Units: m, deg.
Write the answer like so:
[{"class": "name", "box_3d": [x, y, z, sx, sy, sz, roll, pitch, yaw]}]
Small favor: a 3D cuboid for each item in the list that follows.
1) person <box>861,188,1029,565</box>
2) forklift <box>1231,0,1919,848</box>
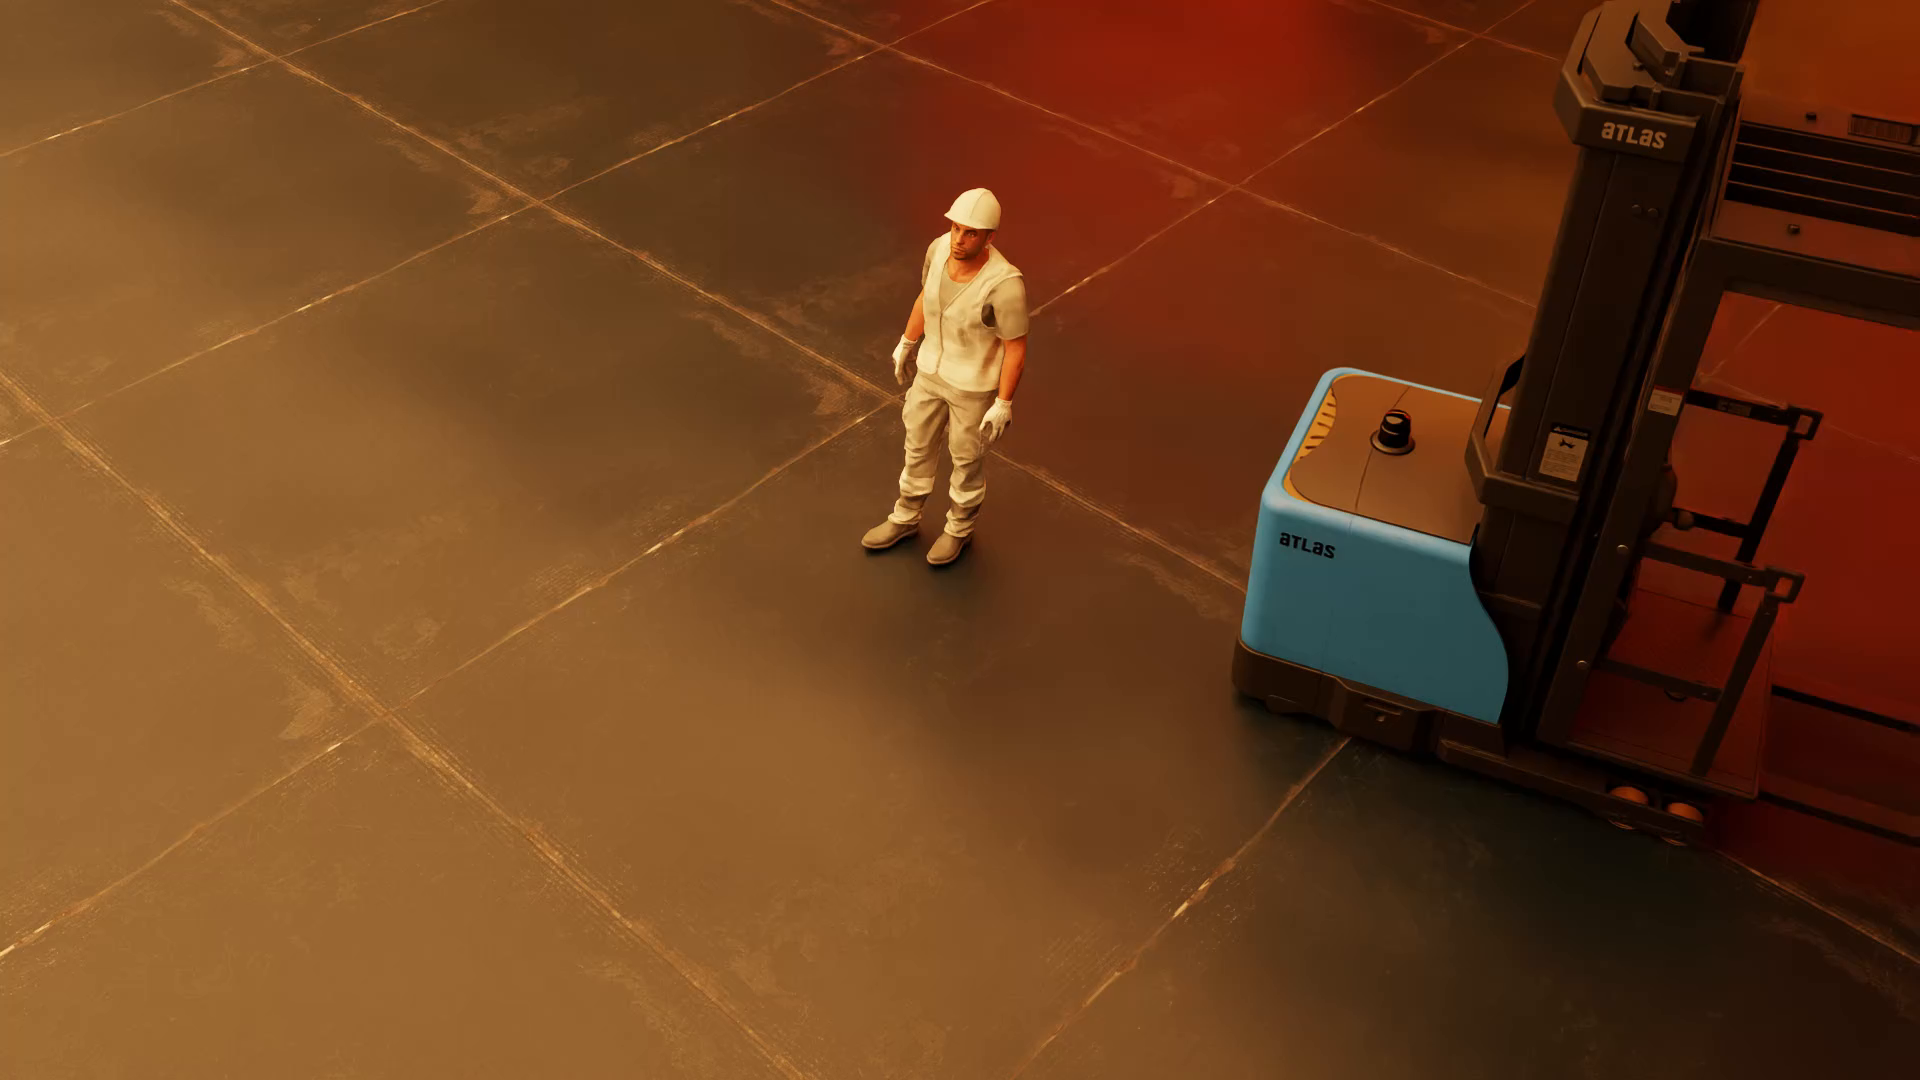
[{"class": "person", "box_3d": [-0.063, -0.651, 7.053, 0.638, 1.787, 0.562, 31, 49, 31]}, {"class": "forklift", "box_3d": [2.685, -0.348, 5.833, 3.031, 2.935, 1.130, 17, 43, 18]}]
